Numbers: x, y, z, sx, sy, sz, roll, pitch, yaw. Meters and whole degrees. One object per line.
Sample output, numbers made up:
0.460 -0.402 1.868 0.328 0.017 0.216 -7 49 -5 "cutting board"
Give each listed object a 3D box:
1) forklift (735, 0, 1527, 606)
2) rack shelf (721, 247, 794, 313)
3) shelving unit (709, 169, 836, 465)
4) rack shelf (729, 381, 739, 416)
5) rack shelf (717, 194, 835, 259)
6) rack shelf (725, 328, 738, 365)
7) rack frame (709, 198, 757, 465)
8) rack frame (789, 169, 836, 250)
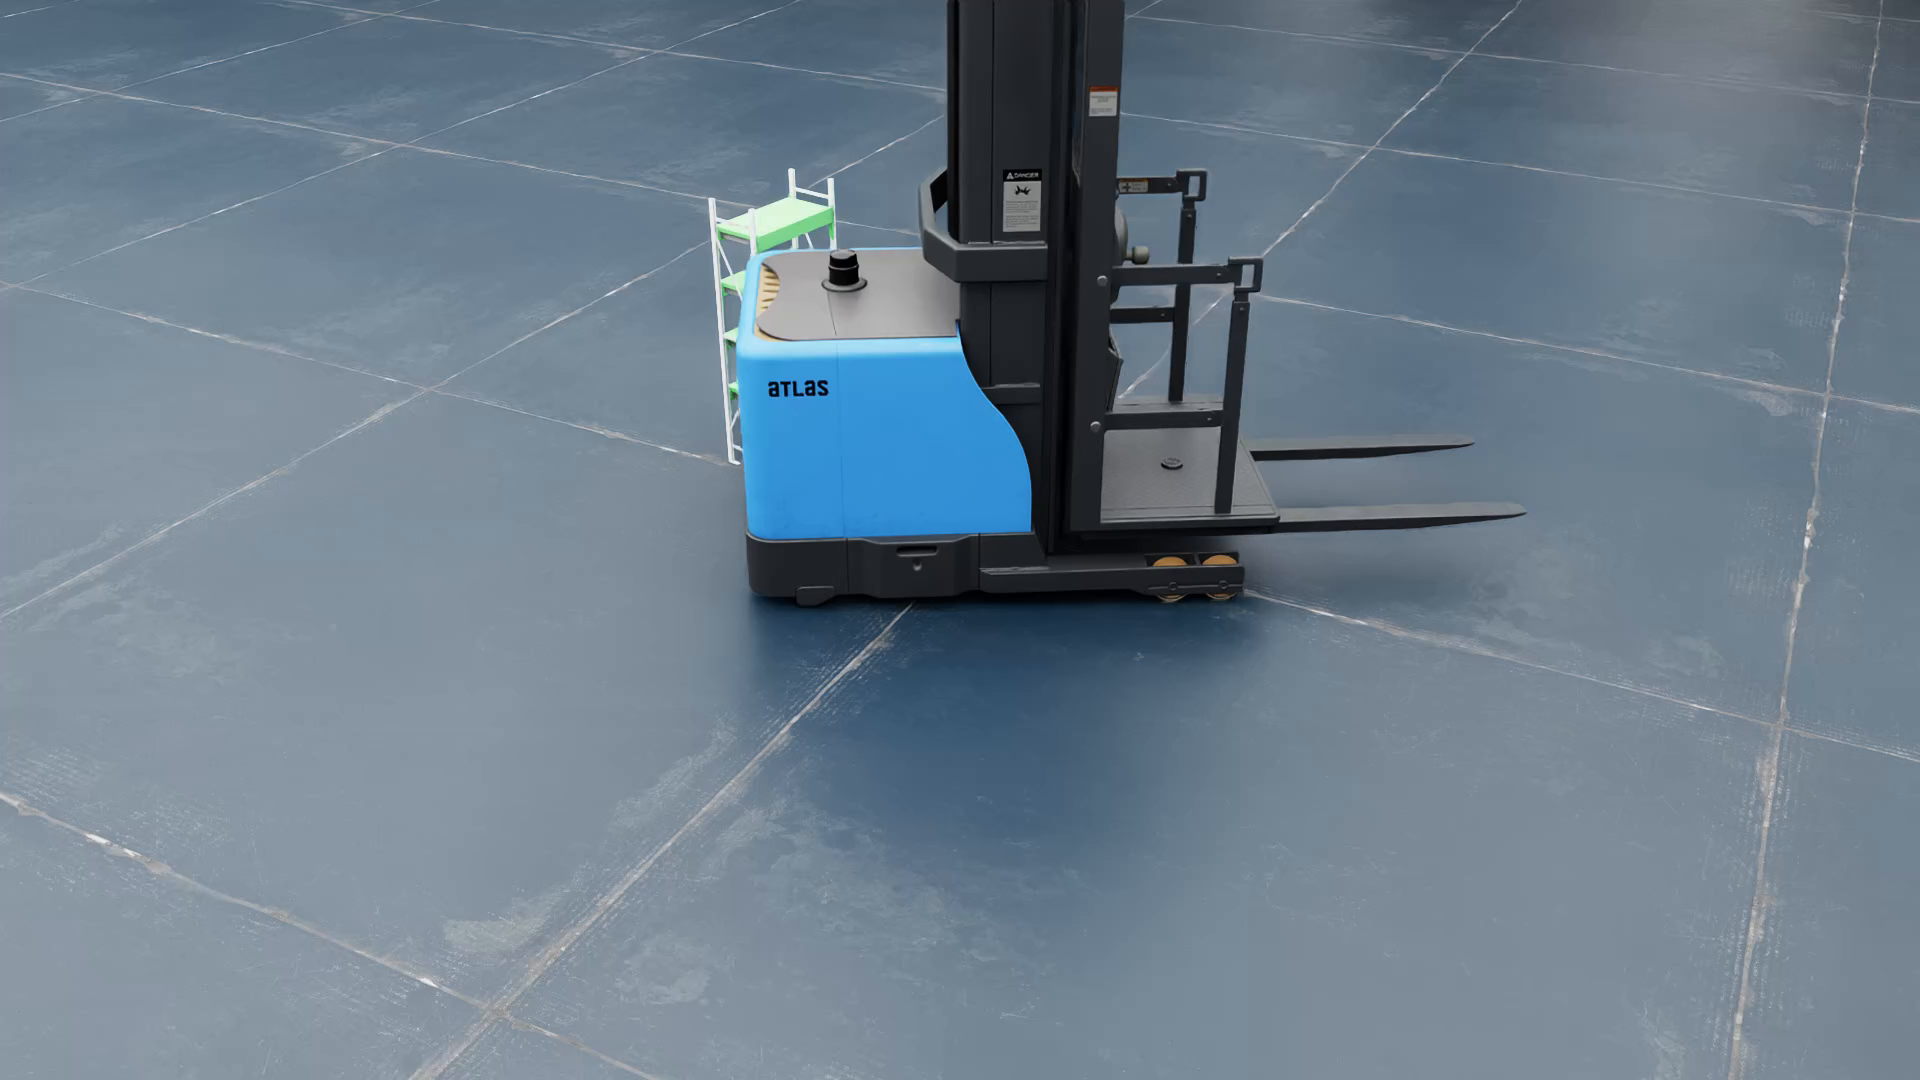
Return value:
0.683 -1.301 6.072 3.031 2.935 1.130 -2 30 -3 "forklift"
-0.776 -1.084 7.079 0.258 0.148 0.480 20 36 31 "rack shelf"
-0.776 -0.931 7.167 0.258 1.200 0.503 20 36 31 "shelving unit"
-0.776 -0.668 7.318 0.258 0.148 0.480 20 36 31 "rack shelf"
-0.776 -1.292 6.959 0.258 0.148 0.480 20 36 31 "rack shelf"
-0.776 -0.876 7.198 0.258 0.148 0.480 20 36 31 "rack shelf"
-0.920 -0.833 6.996 0.240 1.200 0.015 20 36 31 "rack frame"
-0.631 -1.029 7.337 0.240 1.200 0.015 20 36 31 "rack frame"
